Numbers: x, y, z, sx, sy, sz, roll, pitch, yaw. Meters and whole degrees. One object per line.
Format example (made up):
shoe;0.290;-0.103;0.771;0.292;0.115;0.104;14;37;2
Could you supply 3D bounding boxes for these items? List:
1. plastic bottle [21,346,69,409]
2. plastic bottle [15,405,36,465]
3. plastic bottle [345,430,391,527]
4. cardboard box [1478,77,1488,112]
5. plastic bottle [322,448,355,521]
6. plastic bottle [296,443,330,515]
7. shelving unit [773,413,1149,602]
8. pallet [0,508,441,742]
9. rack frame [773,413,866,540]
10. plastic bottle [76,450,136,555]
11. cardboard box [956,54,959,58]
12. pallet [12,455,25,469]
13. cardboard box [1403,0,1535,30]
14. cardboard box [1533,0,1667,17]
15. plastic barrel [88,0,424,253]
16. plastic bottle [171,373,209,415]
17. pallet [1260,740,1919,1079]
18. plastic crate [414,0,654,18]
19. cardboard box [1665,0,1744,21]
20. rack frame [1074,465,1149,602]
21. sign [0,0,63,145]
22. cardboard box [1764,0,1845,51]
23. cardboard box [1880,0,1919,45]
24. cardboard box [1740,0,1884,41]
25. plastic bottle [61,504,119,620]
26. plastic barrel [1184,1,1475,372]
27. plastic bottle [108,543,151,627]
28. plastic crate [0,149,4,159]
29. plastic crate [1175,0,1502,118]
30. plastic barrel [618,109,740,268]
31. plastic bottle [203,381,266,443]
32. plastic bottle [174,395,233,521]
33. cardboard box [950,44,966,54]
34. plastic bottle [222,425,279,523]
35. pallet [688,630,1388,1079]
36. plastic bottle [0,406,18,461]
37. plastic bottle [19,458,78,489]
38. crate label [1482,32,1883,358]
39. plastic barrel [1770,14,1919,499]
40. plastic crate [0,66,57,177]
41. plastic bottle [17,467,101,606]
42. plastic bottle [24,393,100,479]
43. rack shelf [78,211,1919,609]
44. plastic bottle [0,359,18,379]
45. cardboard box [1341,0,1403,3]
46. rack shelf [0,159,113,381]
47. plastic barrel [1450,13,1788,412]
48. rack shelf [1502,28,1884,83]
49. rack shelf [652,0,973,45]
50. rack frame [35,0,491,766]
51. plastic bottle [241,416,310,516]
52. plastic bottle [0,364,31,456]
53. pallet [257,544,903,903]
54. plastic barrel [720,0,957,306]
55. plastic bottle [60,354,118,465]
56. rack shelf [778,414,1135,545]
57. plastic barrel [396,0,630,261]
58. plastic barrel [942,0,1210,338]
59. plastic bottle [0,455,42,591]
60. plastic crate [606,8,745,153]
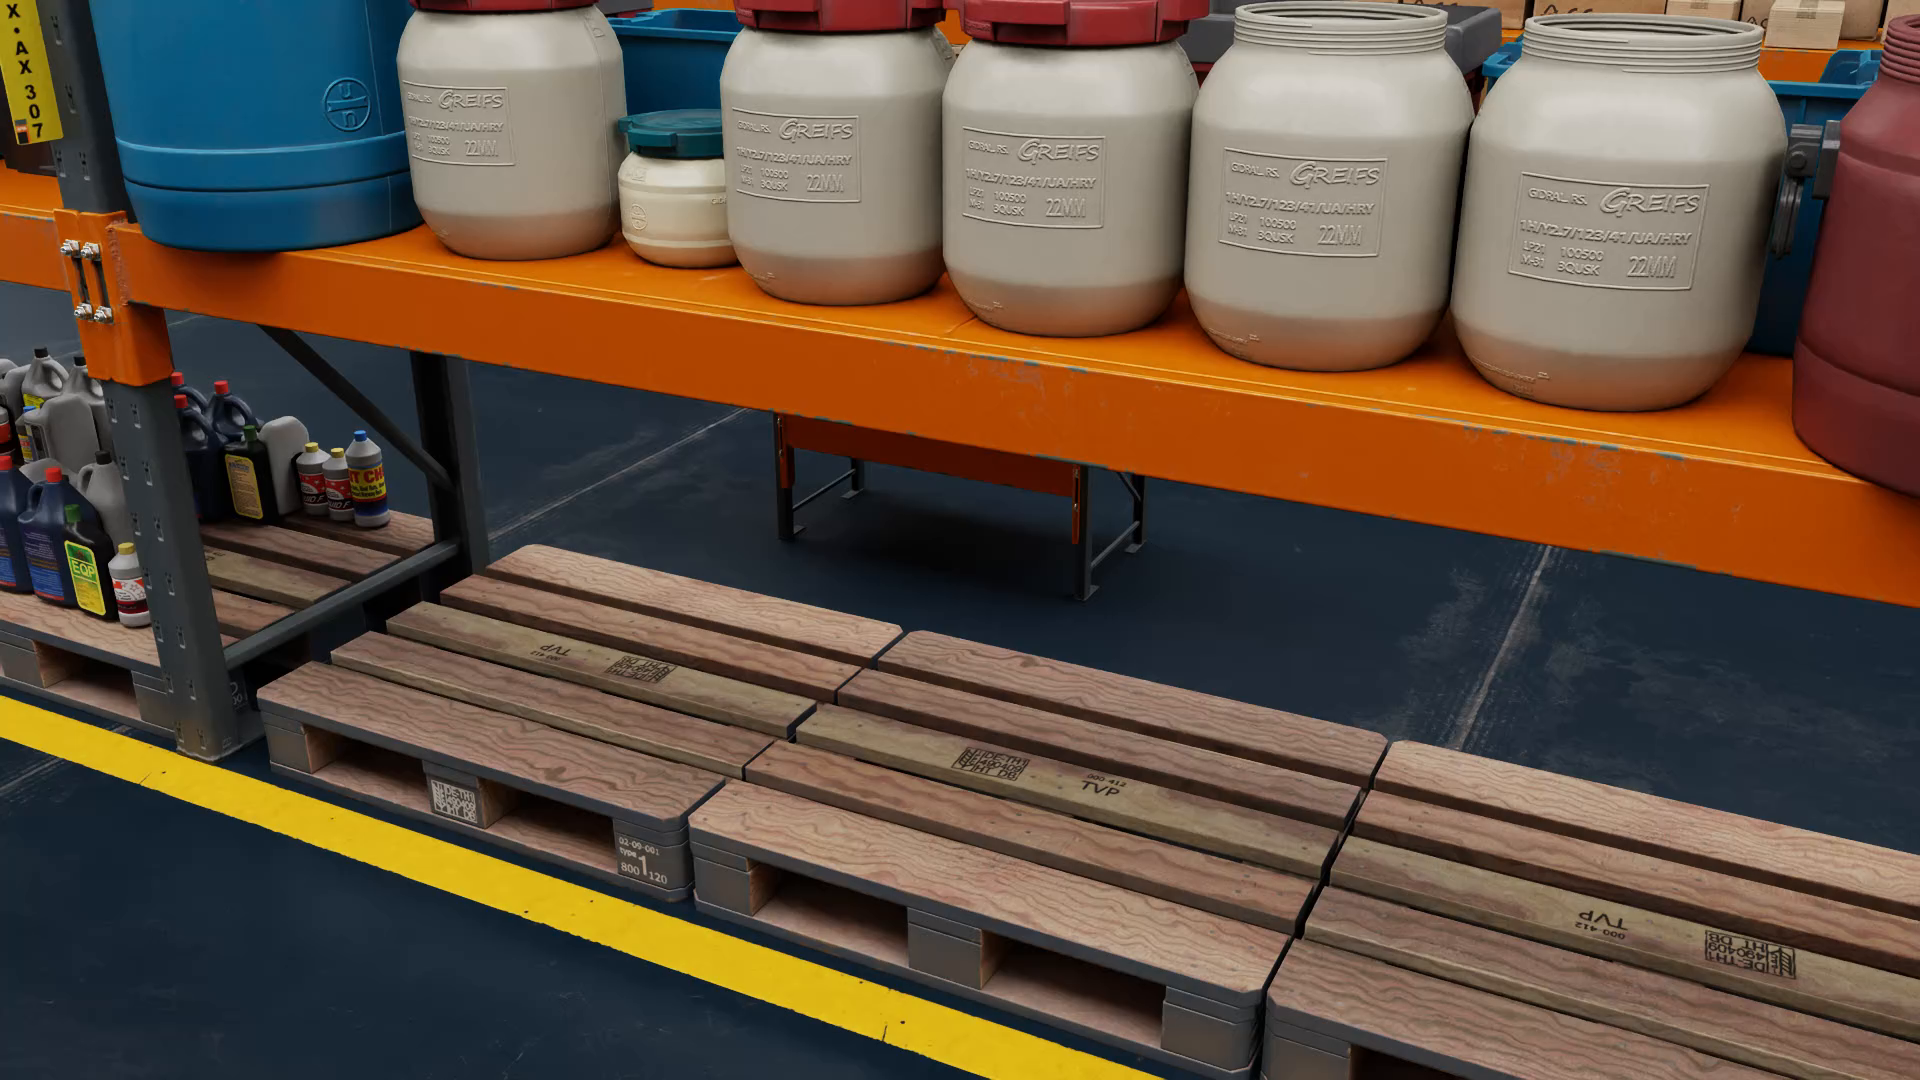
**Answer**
plastic bottle;-2.861;-0.436;5.266;0.185;0.351;0.144;12;26;27
plastic bottle;-2.876;-0.318;5.178;0.097;0.201;0.097;0;23;0
plastic bottle;-1.701;-0.181;4.766;0.097;0.271;0.097;0;23;0
cardboard box;4.004;-3.339;11.900;0.500;0.500;0.700;11;25;24
plastic bottle;-1.791;-0.166;4.822;0.097;0.201;0.097;0;23;0
plastic bottle;-1.882;-0.184;4.864;0.097;0.201;0.097;0;23;0
shelving unit;0.006;-0.516;5.027;1.048;1.125;0.538;11;25;25
pallet;-2.195;0.126;4.684;1.213;0.211;1.003;11;25;25
rack frame;-0.448;-0.606;5.238;0.032;1.125;0.500;11;25;25
plastic bottle;-2.254;-0.071;4.407;0.185;0.351;0.144;11;25;25
cardboard box;-0.098;-2.303;8.852;0.500;0.500;0.500;11;25;25
pallet;-3.287;-0.089;5.190;1.213;0.211;1.003;11;25;25
cardboard box;2.219;-2.477;7.113;0.500;0.500;0.500;11;25;25
cardboard box;2.689;-2.384;6.895;0.500;0.500;0.500;10;25;22
plastic barrel;-1.406;-1.081;3.318;0.708;0.901;0.600;11;25;25
plastic bottle;-2.316;-0.329;5.012;0.185;0.351;0.144;10;25;22
pallet;1.282;0.815;3.064;1.213;0.211;1.003;11;25;25
plastic crate;-1.044;-1.075;3.863;0.583;0.464;0.402;11;25;25
cardboard box;3.030;-2.137;6.764;0.250;0.149;0.380;13;26;28
rack frame;0.460;-0.427;4.816;0.032;1.125;0.500;11;25;25
sign;-1.872;-0.961;3.324;0.005;0.325;0.100;11;25;25
cardboard box;3.267;-1.994;6.427;0.250;0.149;0.380;11;25;25
cardboard box;3.889;-2.086;6.436;0.500;0.311;0.500;13;26;28
cardboard box;3.483;-2.232;6.779;0.500;0.311;0.500;11;25;24
plastic bottle;-2.192;0.054;4.200;0.133;0.283;0.061;13;26;27
plastic barrel;0.565;-0.551;2.570;0.421;0.512;0.421;0;23;0
plastic bottle;-2.078;0.106;4.182;0.097;0.201;0.097;0;23;0
plastic crate;-2.724;-1.056;4.091;0.616;0.251;0.499;11;25;25
plastic crate;0.652;-0.740;3.075;0.583;0.464;0.402;11;25;25
plastic barrel;-0.502;-0.673;3.177;0.301;0.262;0.301;0;23;0
plastic bottle;-2.147;-0.295;4.934;0.185;0.351;0.144;12;26;26
plastic bottle;-2.212;-0.245;4.816;0.185;0.351;0.144;11;25;25
cardboard box;-0.137;-4.002;13.702;0.500;0.311;0.500;8;24;19
plastic bottle;-2.049;-0.196;4.788;0.133;0.283;0.061;11;25;25
pallet;0.197;0.599;3.572;1.213;0.211;1.003;11;25;25
plastic bottle;-3.050;-0.349;5.251;0.097;0.201;0.097;0;23;0
plastic bottle;-2.446;-0.076;4.515;0.135;0.276;0.152;11;25;25
crate label;1.191;-0.604;2.793;0.616;0.435;0.502;11;25;25
plastic barrel;1.405;-0.357;2.082;0.708;0.536;0.600;11;25;25
plastic crate;-2.024;-1.133;4.160;0.504;0.338;0.767;11;25;25
plastic bottle;-2.319;-0.021;4.289;0.185;0.351;0.144;10;25;23
plastic bottle;-2.739;-0.313;5.071;0.135;0.276;0.152;11;25;25
rack shelf;0.171;-0.340;3.136;4.000;0.370;1.077;11;25;25
plastic bottle;-3.134;-0.454;5.404;0.135;0.276;0.152;11;26;25
cardboard box;1.772;-2.565;7.321;0.500;0.500;0.500;13;26;28
rack shelf;-3.399;-1.046;4.797;4.000;0.370;1.077;11;25;25
plastic barrel;0.941;-0.476;2.395;0.421;0.512;0.421;0;23;0
rack shelf;2.409;-2.069;7.202;4.000;0.370;1.077;11;25;25
rack shelf;-1.161;-2.776;8.863;4.000;0.370;1.077;11;25;25
rack frame;-1.614;-1.024;3.826;0.127;3.000;1.000;11;25;25
plastic bottle;-2.002;-0.230;4.877;0.135;0.276;0.152;12;26;26
plastic bottle;-3.011;-0.430;5.346;0.135;0.276;0.152;10;25;23
pallet;-0.896;0.384;4.077;1.213;0.211;1.003;11;25;25
plastic barrel;-0.204;-0.712;2.917;0.433;0.535;0.433;0;23;0
plastic bottle;-2.695;-0.404;5.189;0.185;0.351;0.144;11;25;24
rack shelf;0.006;-0.291;5.123;1.000;0.278;0.538;11;25;25
plastic barrel;-0.859;-0.841;3.222;0.433;0.535;0.433;0;23;0
plastic barrel;0.182;-0.635;2.737;0.433;0.535;0.433;0;23;0
plastic bottle;-2.490;-0.055;4.368;0.185;0.351;0.144;10;25;22
plastic crate;-0.489;-0.931;3.626;0.575;0.384;0.392;11;25;25
